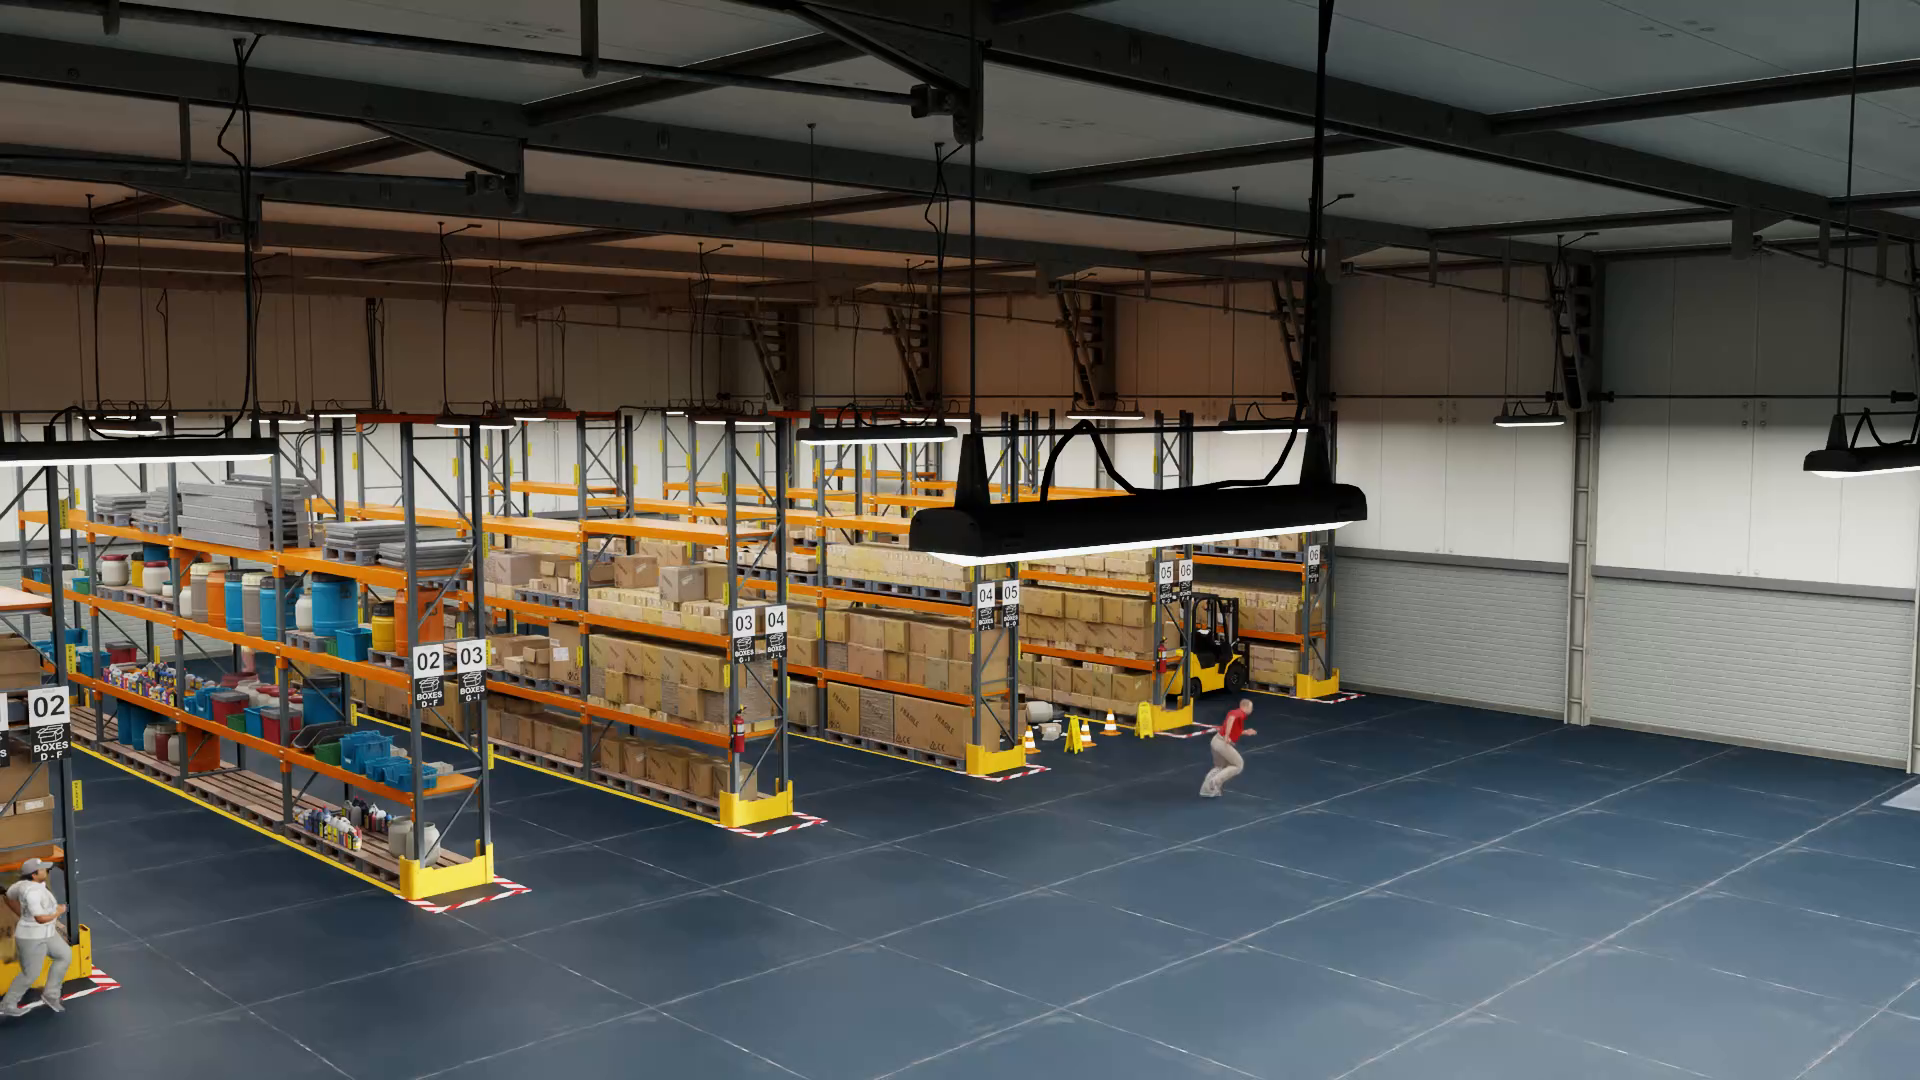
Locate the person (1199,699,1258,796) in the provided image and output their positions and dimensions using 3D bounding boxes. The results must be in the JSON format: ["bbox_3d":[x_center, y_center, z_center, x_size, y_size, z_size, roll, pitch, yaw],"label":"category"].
[{"bbox_3d":[4.245,3.280,26.154,0.934,1.551,0.698,0,5,-5],"label":"person"}]

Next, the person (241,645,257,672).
[{"bbox_3d":[-15.523,2.459,36.142,0.791,1.535,0.635,-4,7,-42],"label":"person"}]

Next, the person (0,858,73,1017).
[{"bbox_3d":[-9.401,4.060,16.850,0.690,1.709,0.572,-2,5,-25],"label":"person"}]
